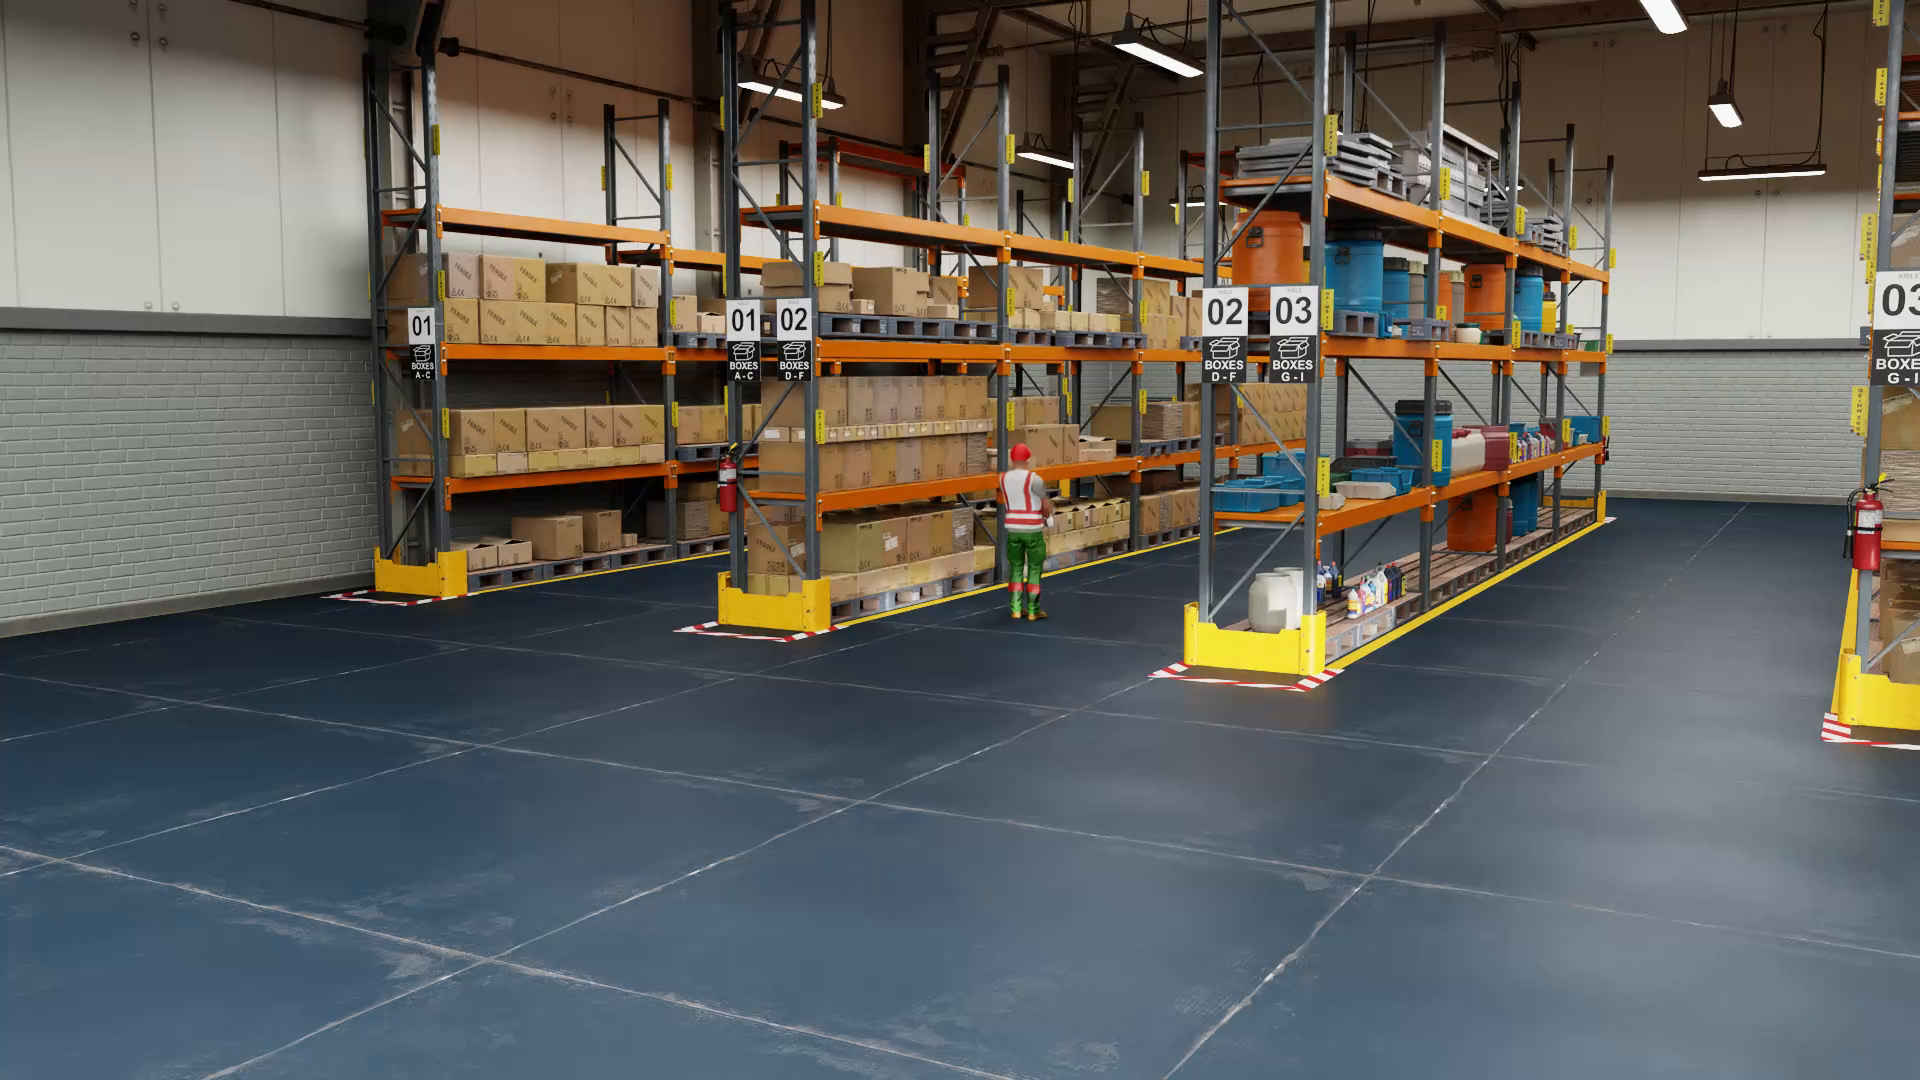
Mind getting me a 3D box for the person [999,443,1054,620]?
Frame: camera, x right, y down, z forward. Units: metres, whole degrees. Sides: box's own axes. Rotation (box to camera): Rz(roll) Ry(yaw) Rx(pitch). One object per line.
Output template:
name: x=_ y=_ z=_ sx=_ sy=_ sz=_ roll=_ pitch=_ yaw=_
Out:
person: x=0.691 y=-0.101 z=16.962 sx=0.494 sy=1.784 sz=0.556 roll=3 pitch=7 yaw=30
